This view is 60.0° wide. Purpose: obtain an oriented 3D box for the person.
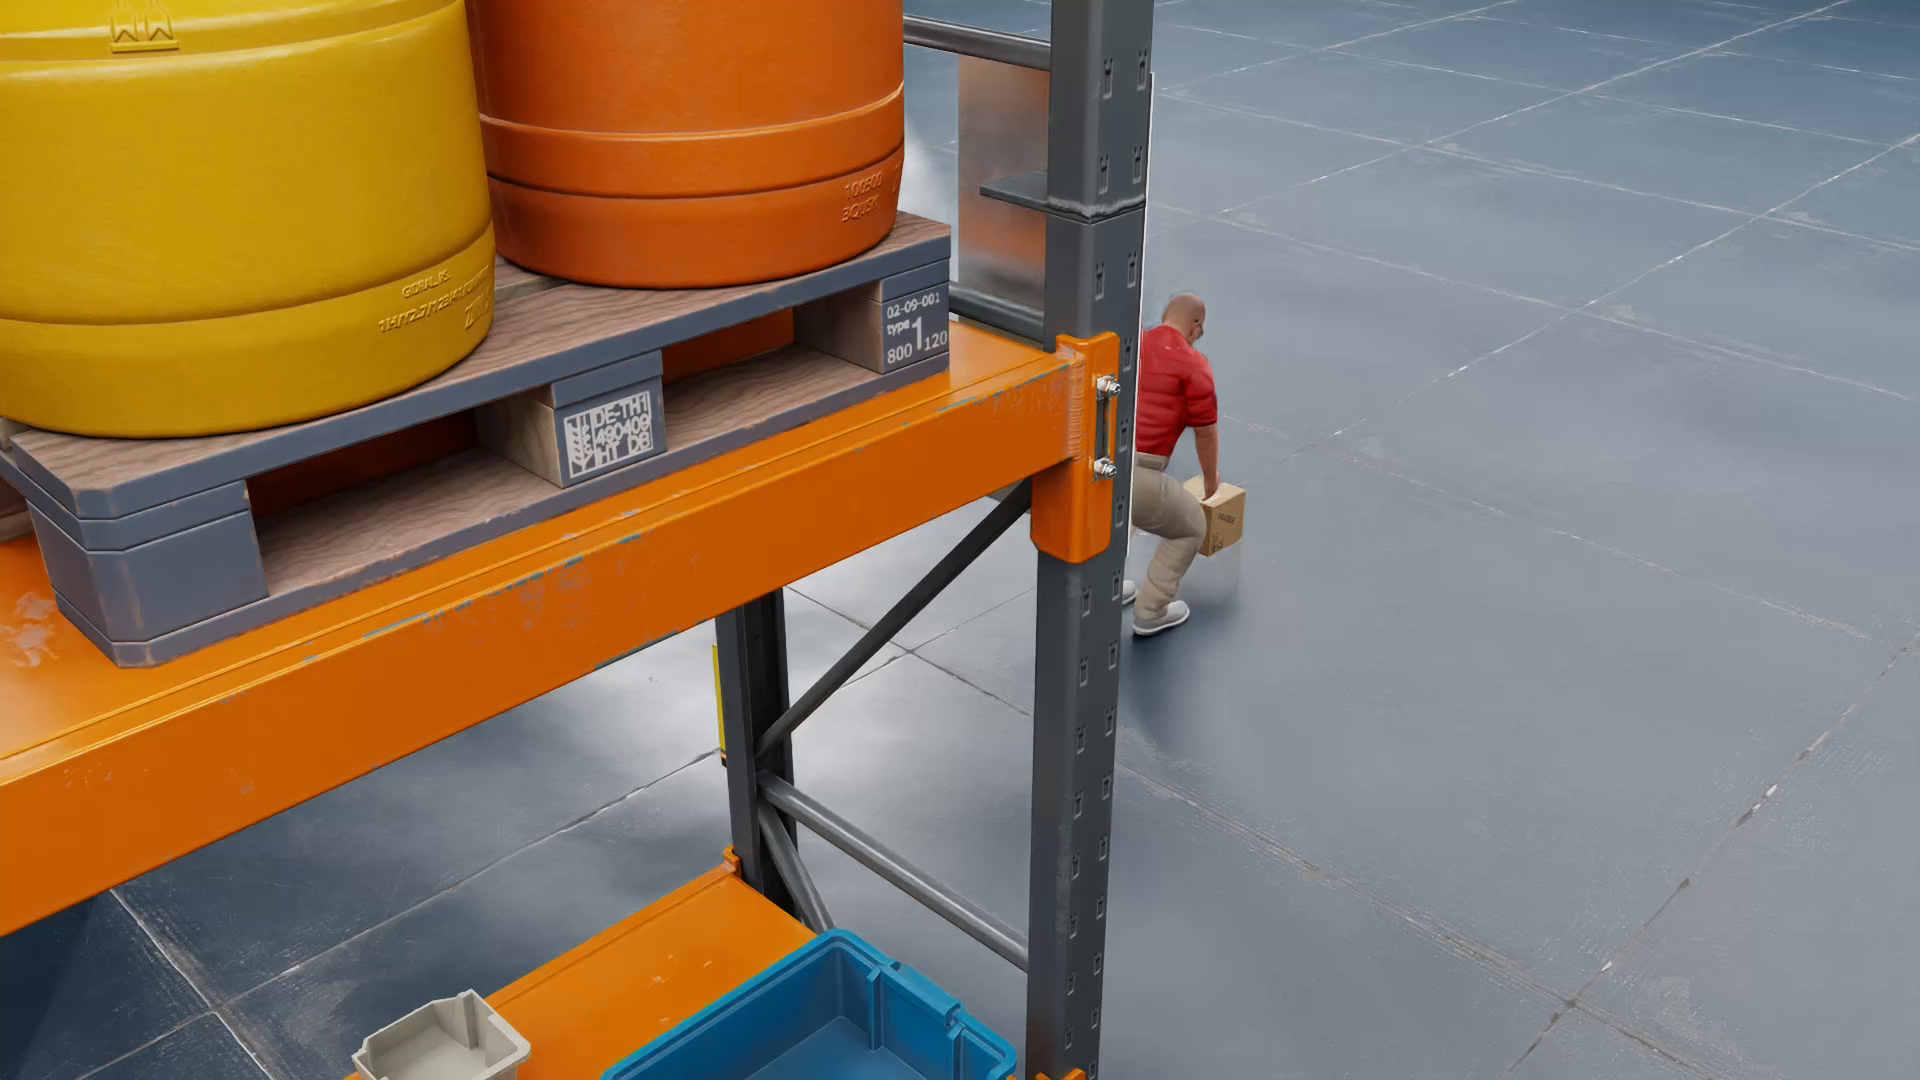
[{"bbox_3d":[0.774,-0.317,7.098,0.590,1.410,0.705,25,36,39],"label":"person"}]
